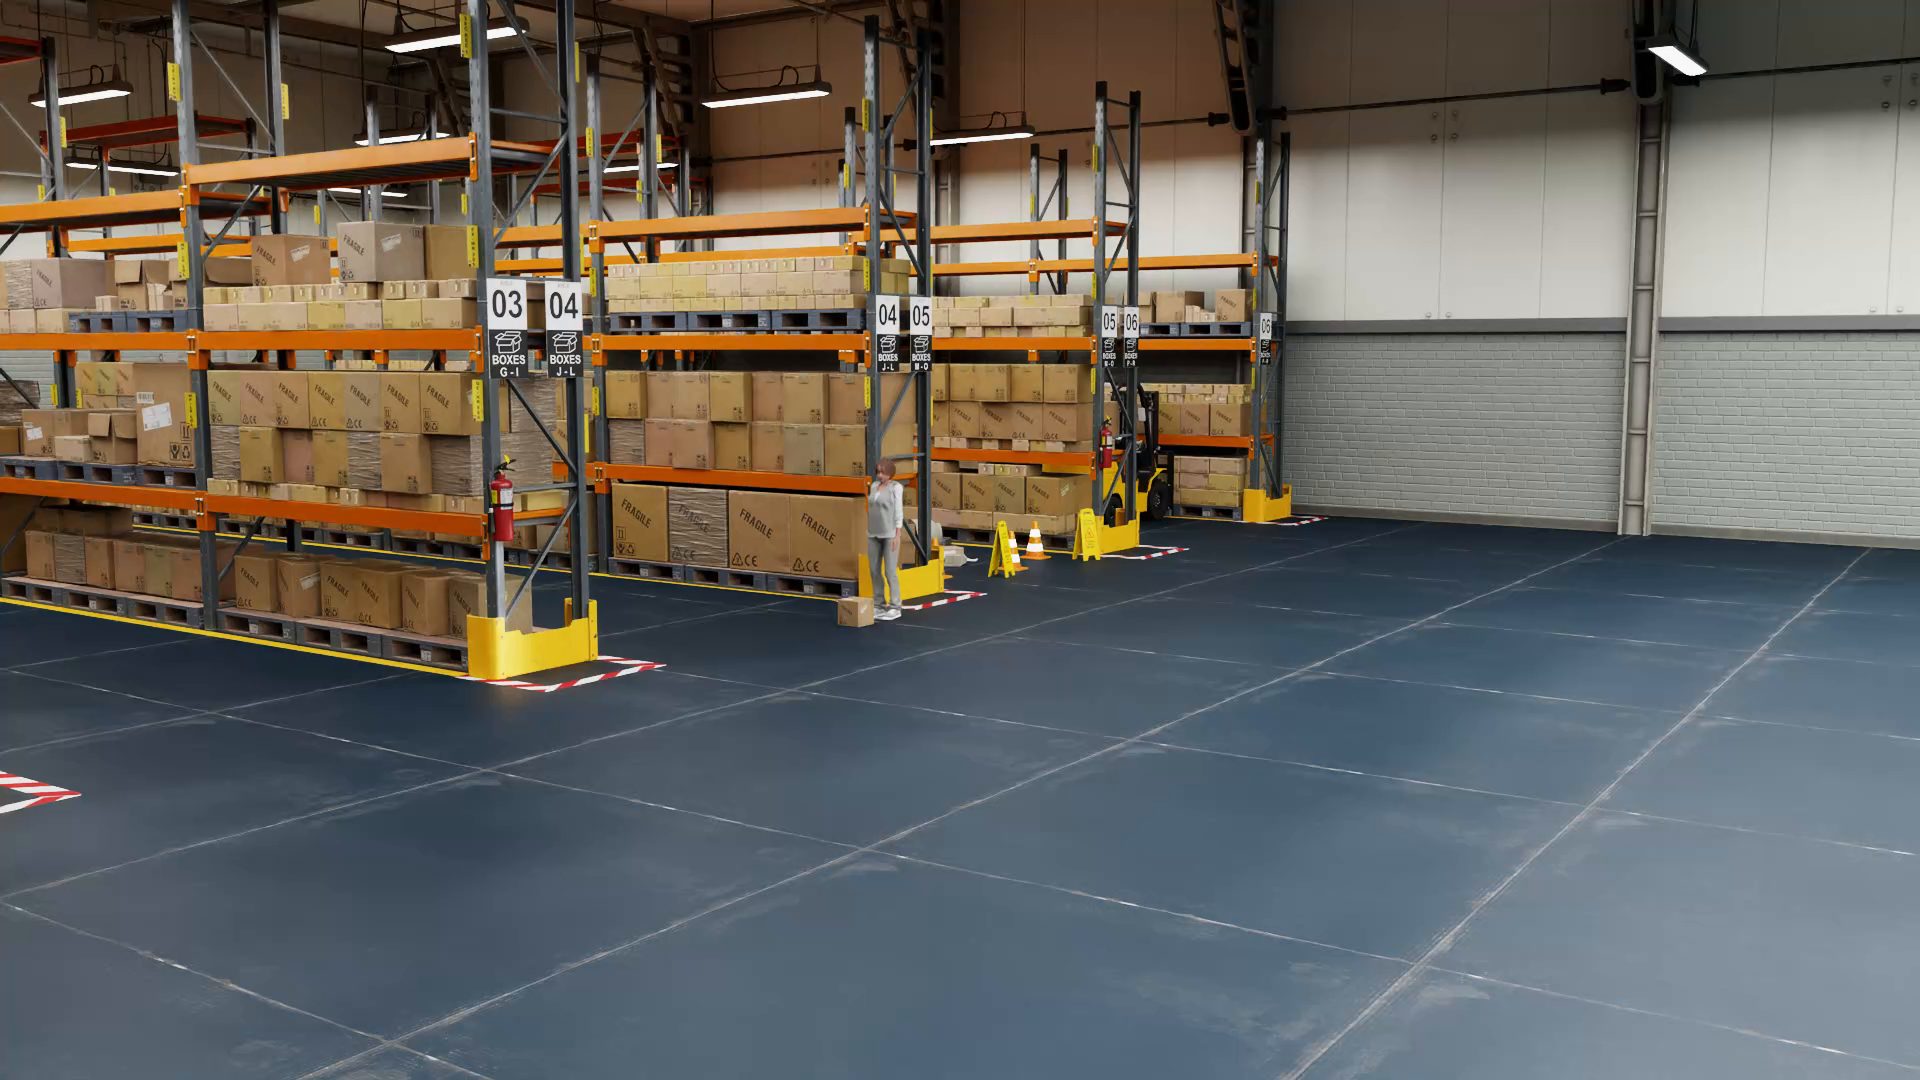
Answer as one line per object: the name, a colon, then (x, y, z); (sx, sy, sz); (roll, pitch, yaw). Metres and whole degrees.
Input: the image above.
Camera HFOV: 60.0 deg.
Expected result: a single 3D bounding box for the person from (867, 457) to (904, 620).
person: (-0.733, -0.013, 16.355); (0.407, 1.592, 0.301); (5, 8, 35)
